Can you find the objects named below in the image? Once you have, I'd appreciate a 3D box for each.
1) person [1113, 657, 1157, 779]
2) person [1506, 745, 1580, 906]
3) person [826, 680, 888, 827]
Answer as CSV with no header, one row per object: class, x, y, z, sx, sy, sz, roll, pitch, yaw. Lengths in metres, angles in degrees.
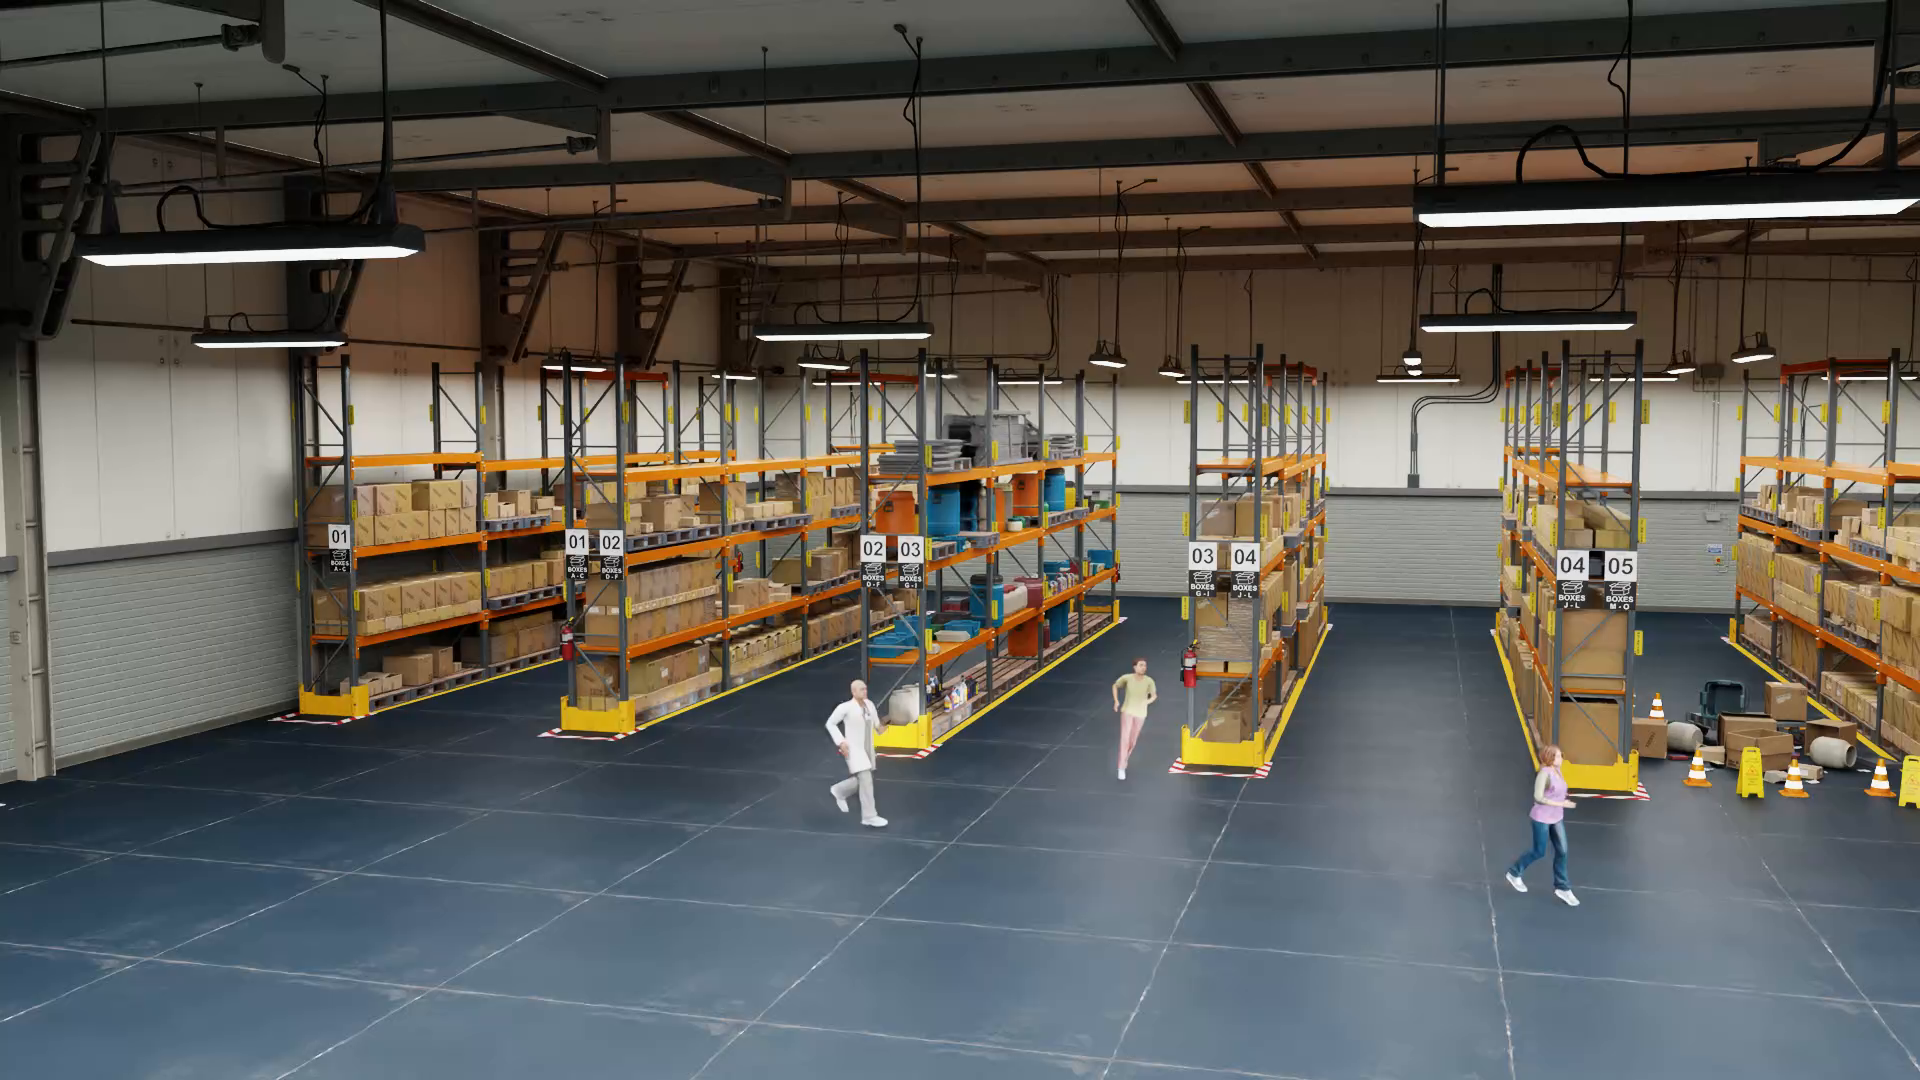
person,2.444,2.437,23.178,0.611,1.632,0.922,0,4,-1
person,6.039,2.914,17.174,0.557,1.634,0.758,-4,6,-42
person,-1.266,2.583,20.348,0.954,1.756,0.709,3,5,39
